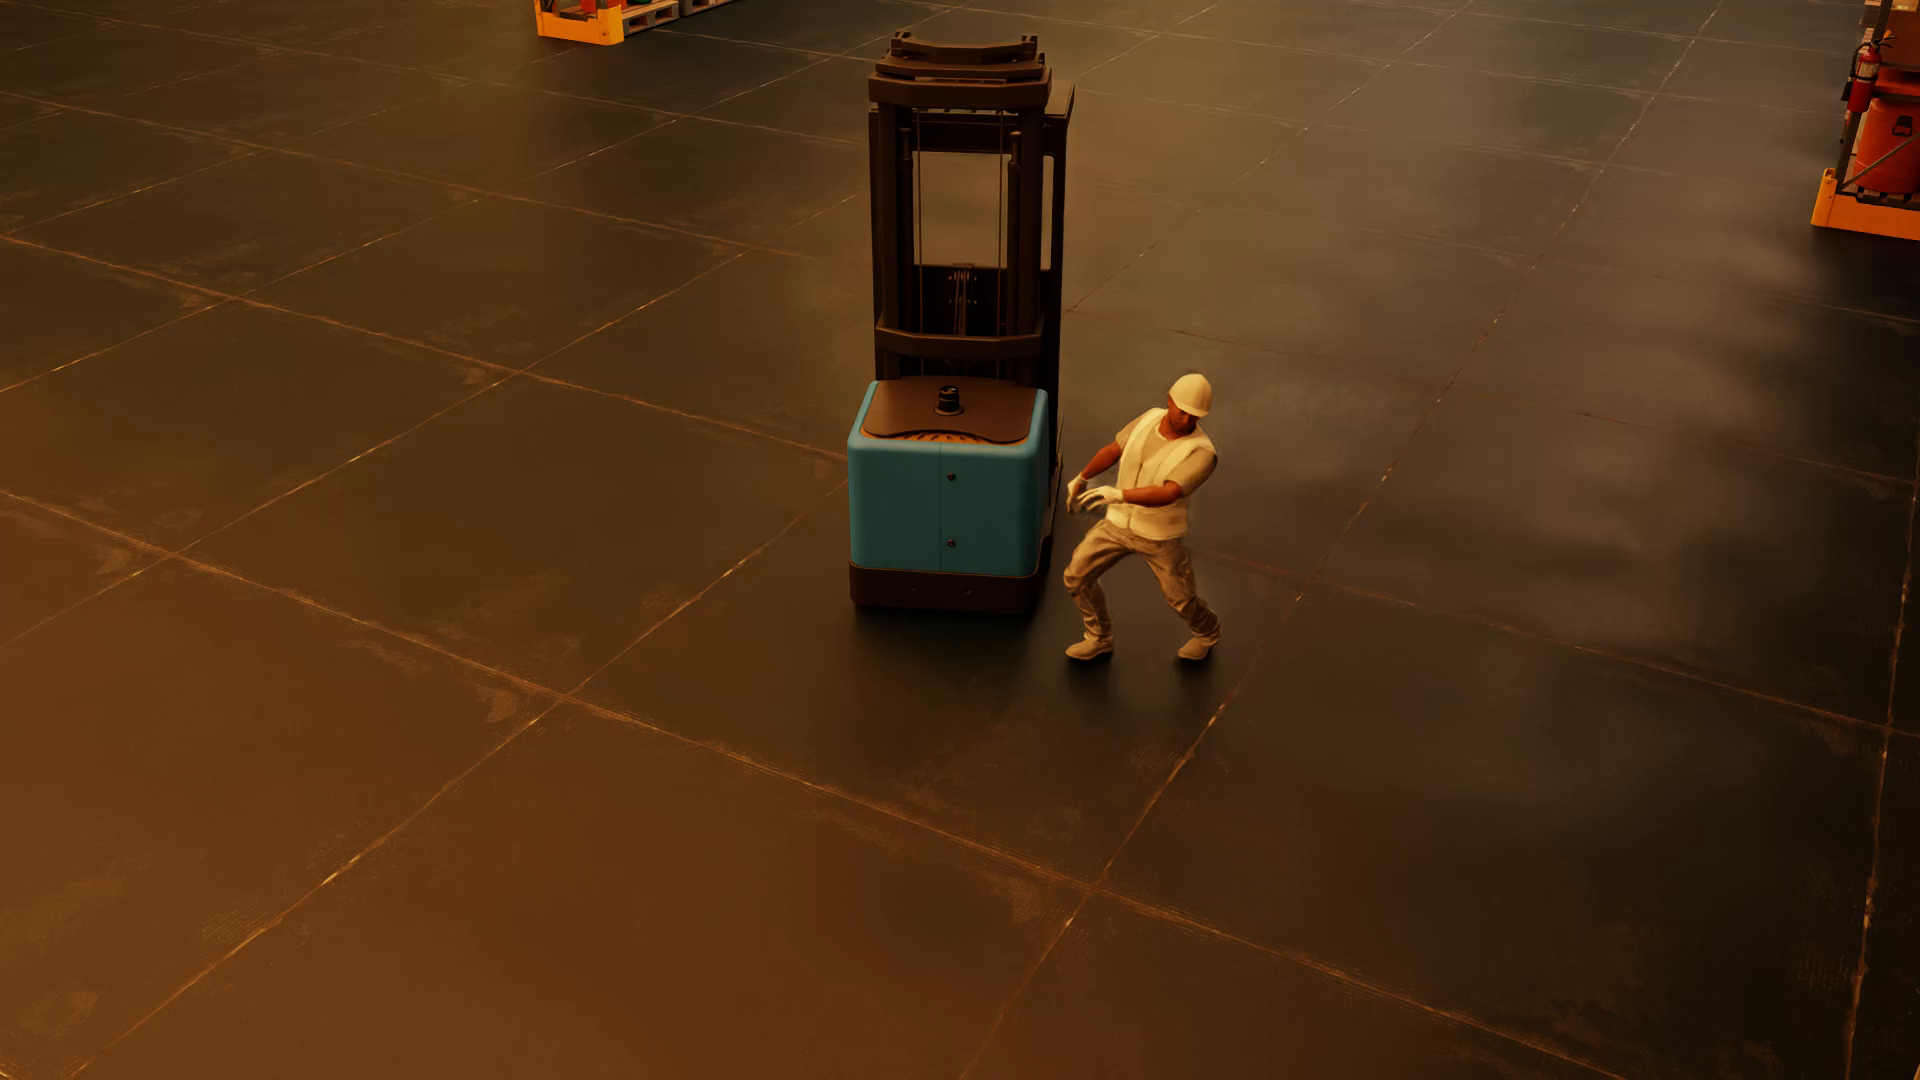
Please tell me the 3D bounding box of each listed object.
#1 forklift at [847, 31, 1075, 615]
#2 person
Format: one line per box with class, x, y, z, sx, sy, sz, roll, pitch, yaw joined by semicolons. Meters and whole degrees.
forklift;0.072;-1.572;9.794;1.130;2.935;3.031;3;30;6
person;0.851;-0.085;8.503;0.819;1.645;0.875;22;37;33
